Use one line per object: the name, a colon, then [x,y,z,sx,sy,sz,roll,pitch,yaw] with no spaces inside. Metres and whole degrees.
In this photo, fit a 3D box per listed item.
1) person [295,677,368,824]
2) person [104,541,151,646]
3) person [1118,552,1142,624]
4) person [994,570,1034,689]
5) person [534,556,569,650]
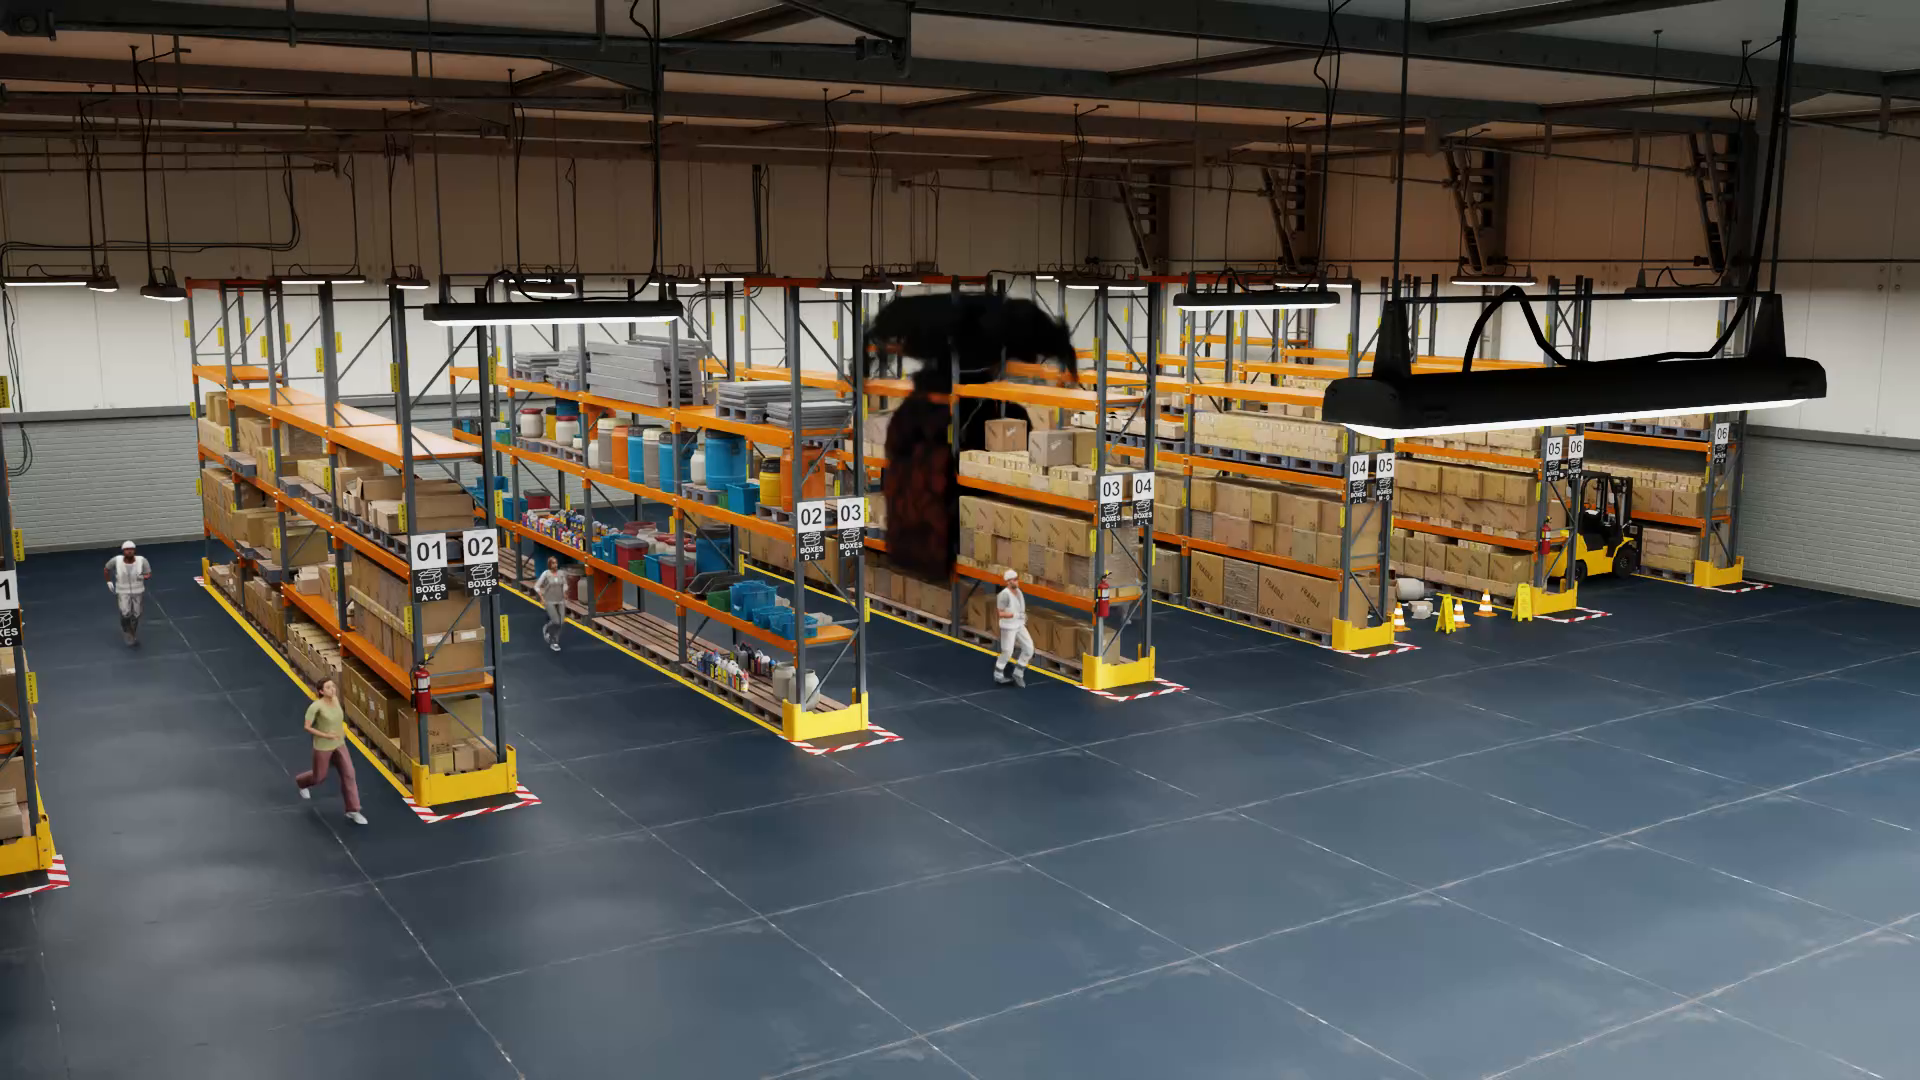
person: [-7.228,2.372,18.974,1.129,1.658,0.546,7,12,35]
person: [-13.702,0.882,27.460,0.666,1.758,0.742,-7,12,-34]
person: [2.919,0.608,29.219,0.558,1.732,0.711,9,13,41]
person: [0.798,1.337,24.739,0.733,1.814,0.628,9,13,43]
person: [-6.617,1.042,27.156,0.531,1.557,0.539,-8,12,-38]
